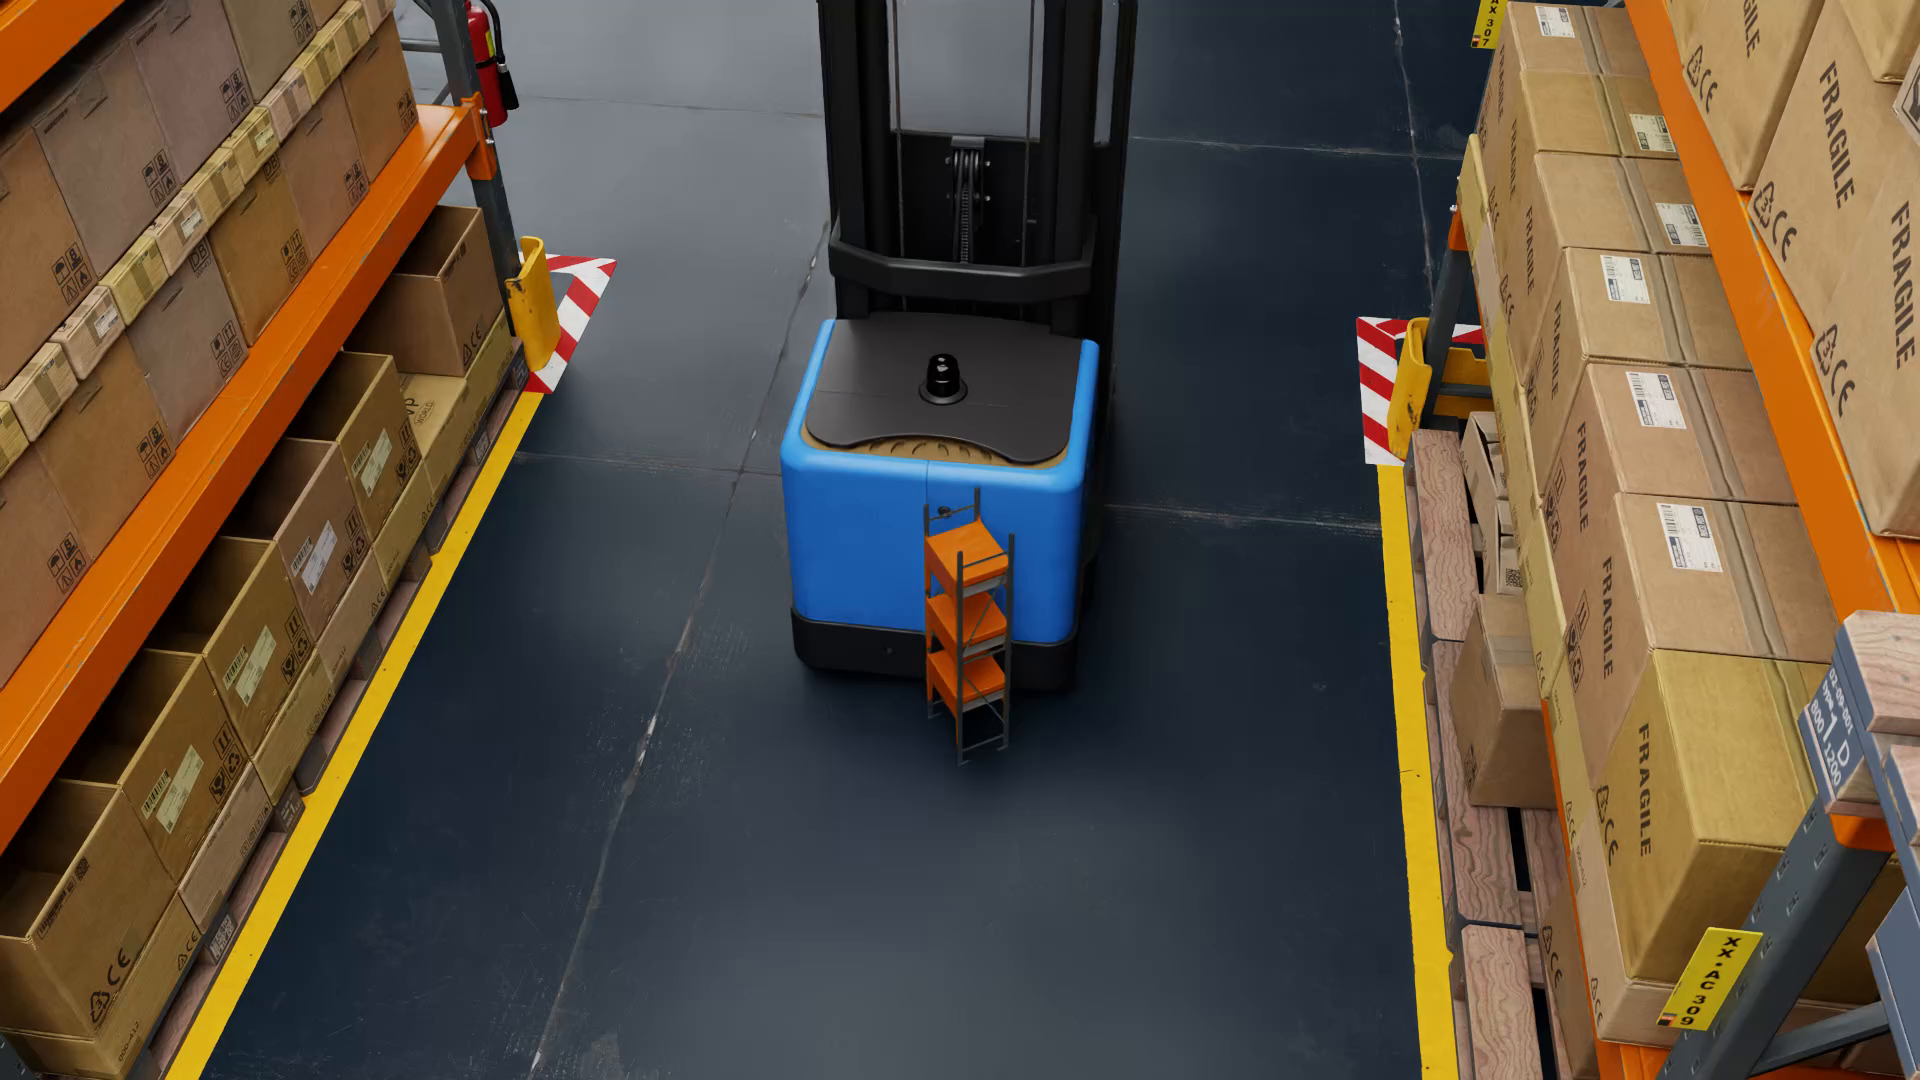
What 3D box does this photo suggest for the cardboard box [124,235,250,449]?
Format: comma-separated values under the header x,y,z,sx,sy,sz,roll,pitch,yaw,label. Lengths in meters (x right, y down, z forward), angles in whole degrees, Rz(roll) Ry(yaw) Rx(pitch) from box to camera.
x,y,z,sx,sy,sz,roll,pitch,yaw,label
-2.733,-0.664,5.196,0.700,0.500,0.500,6,44,7,cardboard box

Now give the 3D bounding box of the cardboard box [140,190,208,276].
x,y,z,sx,sy,sz,roll,pitch,yaw,label
-2.521,-0.936,5.013,0.380,0.149,0.250,5,44,5,cardboard box

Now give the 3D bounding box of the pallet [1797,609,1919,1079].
x,y,z,sx,sy,sz,roll,pitch,yaw,label
1.738,0.564,1.927,1.213,0.211,1.003,5,44,6,pallet

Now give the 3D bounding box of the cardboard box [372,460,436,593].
x,y,z,sx,sy,sz,roll,pitch,yaw,label
-2.353,-0.078,6.346,0.500,0.250,0.500,5,44,6,cardboard box

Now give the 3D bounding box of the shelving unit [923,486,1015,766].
x,y,z,sx,sy,sz,roll,pitch,yaw,label
0.027,0.315,5.654,0.215,1.050,0.252,-19,47,-19,shelving unit

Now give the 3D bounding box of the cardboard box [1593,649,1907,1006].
x,y,z,sx,sy,sz,roll,pitch,yaw,label
1.681,0.599,3.485,0.500,0.500,0.500,5,44,5,cardboard box

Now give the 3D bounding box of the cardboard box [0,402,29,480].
x,y,z,sx,sy,sz,roll,pitch,yaw,label
-2.659,-0.237,4.274,0.380,0.149,0.250,5,44,5,cardboard box

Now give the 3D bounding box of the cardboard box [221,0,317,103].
x,y,z,sx,sy,sz,roll,pitch,yaw,label
-2.602,-1.795,5.448,0.700,0.500,0.500,4,44,4,cardboard box

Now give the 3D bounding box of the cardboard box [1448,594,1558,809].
x,y,z,sx,sy,sz,roll,pitch,yaw,label
2.052,0.543,5.492,0.700,0.500,0.500,3,44,3,cardboard box

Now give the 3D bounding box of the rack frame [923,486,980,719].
x,y,z,sx,sy,sz,roll,pitch,yaw,label
-0.027,0.239,5.733,0.200,1.050,0.008,-19,47,-19,rack frame

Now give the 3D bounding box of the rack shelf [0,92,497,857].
x,y,z,sx,sy,sz,roll,pitch,yaw,label
-2.721,-0.375,5.488,1.077,0.370,4.000,5,44,6,rack shelf

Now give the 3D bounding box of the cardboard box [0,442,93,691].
x,y,z,sx,sy,sz,roll,pitch,yaw,label
-2.869,0.027,4.467,0.700,0.500,0.500,5,44,5,cardboard box

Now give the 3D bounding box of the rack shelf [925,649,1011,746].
x,y,z,sx,sy,sz,roll,pitch,yaw,label
0.027,0.524,5.852,0.215,0.259,0.240,-19,47,-19,rack shelf

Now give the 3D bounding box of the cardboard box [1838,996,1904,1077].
x,y,z,sx,sy,sz,roll,pitch,yaw,label
2.200,0.921,3.691,0.500,0.250,0.500,6,44,6,cardboard box

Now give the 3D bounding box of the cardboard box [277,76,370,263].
x,y,z,sx,sy,sz,roll,pitch,yaw,label
-2.595,-1.360,5.932,0.700,0.500,0.500,6,44,7,cardboard box

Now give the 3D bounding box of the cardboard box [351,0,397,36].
x,y,z,sx,sy,sz,roll,pitch,yaw,label
-2.318,-1.994,6.129,0.380,0.149,0.250,5,44,5,cardboard box

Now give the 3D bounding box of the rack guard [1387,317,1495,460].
x,y,z,sx,sy,sz,roll,pitch,yaw,label
2.444,-0.592,7.012,1.175,0.500,0.348,5,44,6,rack guard

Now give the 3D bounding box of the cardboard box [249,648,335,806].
x,y,z,sx,sy,sz,roll,pitch,yaw,label
-2.481,0.603,5.625,0.500,0.250,0.500,5,44,6,cardboard box

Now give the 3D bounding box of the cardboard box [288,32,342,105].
x,y,z,sx,sy,sz,roll,pitch,yaw,label
-2.385,-1.641,5.757,0.380,0.149,0.250,5,44,5,cardboard box

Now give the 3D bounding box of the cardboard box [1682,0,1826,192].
x,y,z,sx,sy,sz,roll,pitch,yaw,label
1.862,-1.050,3.408,0.500,0.500,0.500,4,44,4,cardboard box

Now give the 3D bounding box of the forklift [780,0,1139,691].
x,y,z,sx,sy,sz,roll,pitch,yaw,label
0.093,-1.533,6.237,1.130,2.935,3.031,5,44,6,forklift

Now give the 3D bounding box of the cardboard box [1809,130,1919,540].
x,y,z,sx,sy,sz,roll,pitch,yaw,label
1.748,-0.327,2.645,0.500,0.500,0.500,6,44,7,cardboard box

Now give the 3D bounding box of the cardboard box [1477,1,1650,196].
x,y,z,sx,sy,sz,roll,pitch,yaw,label
2.093,-1.479,5.679,0.500,0.500,0.500,5,44,6,cardboard box

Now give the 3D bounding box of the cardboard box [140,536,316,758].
x,y,z,sx,sy,sz,roll,pitch,yaw,label
-2.481,0.331,5.368,0.500,0.500,0.500,5,44,6,cardboard box

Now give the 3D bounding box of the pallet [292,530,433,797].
x,y,z,sx,sy,sz,roll,pitch,yaw,label
-2.680,0.367,6.209,1.003,0.211,1.213,5,44,6,pallet

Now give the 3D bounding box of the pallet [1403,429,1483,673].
x,y,z,sx,sy,sz,roll,pitch,yaw,label
2.302,0.063,6.530,1.003,0.211,1.213,5,44,6,pallet

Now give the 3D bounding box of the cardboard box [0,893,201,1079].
x,y,z,sx,sy,sz,roll,pitch,yaw,label
-2.623,1.284,4.907,0.500,0.250,0.500,5,44,6,cardboard box

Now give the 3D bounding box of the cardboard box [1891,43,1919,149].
x,y,z,sx,sy,sz,roll,pitch,yaw,label
1.723,-0.688,2.298,0.500,0.500,0.500,2,43,2,cardboard box

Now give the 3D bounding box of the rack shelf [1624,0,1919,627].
x,y,z,sx,sy,sz,roll,pitch,yaw,label
2.190,-1.017,3.984,1.077,0.370,4.000,5,44,6,rack shelf

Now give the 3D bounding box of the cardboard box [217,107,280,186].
x,y,z,sx,sy,sz,roll,pitch,yaw,label
-2.455,-1.291,5.387,0.380,0.149,0.250,6,44,7,cardboard box

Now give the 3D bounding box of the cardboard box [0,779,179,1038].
x,y,z,sx,sy,sz,roll,pitch,yaw,label
-2.614,1.013,4.648,0.500,0.500,0.500,5,44,6,cardboard box

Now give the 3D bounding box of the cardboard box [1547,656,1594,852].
x,y,z,sx,sy,sz,roll,pitch,yaw,label
1.762,0.532,4.101,0.500,0.250,0.500,5,44,6,cardboard box

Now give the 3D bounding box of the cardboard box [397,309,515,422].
x,y,z,sx,sy,sz,roll,pitch,yaw,label
-2.234,-0.761,7.067,0.500,0.250,0.500,5,44,6,cardboard box

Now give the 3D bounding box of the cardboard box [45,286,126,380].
x,y,z,sx,sy,sz,roll,pitch,yaw,label
-2.591,-0.589,4.646,0.380,0.149,0.250,4,44,4,cardboard box

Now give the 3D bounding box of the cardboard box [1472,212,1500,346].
x,y,z,sx,sy,sz,roll,pitch,yaw,label
2.021,-0.846,5.556,0.500,0.250,0.500,4,44,4,cardboard box

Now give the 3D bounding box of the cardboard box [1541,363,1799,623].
x,y,z,sx,sy,sz,roll,pitch,yaw,label
1.819,-0.084,4.206,0.500,0.500,0.500,4,44,4,cardboard box

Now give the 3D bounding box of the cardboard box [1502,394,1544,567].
x,y,z,sx,sy,sz,roll,pitch,yaw,label
1.878,-0.155,4.826,0.500,0.250,0.500,6,44,6,cardboard box

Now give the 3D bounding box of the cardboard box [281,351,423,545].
x,y,z,sx,sy,sz,roll,pitch,yaw,label
-2.350,-0.350,6.088,0.500,0.500,0.500,5,44,6,cardboard box

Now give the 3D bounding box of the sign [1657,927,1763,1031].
x,y,z,sx,sy,sz,roll,pitch,yaw,label
1.387,0.816,3.077,0.100,0.325,0.005,5,44,6,sign

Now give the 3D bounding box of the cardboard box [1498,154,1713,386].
x,y,z,sx,sy,sz,roll,pitch,yaw,label
1.944,-0.791,4.953,0.500,0.500,0.500,4,44,4,cardboard box

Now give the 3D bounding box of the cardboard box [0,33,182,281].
x,y,z,sx,sy,sz,roll,pitch,yaw,label
-2.734,-1.110,4.724,0.700,0.500,0.500,5,44,6,cardboard box

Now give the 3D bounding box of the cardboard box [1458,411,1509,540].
x,y,z,sx,sy,sz,roll,pitch,yaw,label
2.274,-0.272,6.491,0.500,0.311,0.500,1,43,1,cardboard box

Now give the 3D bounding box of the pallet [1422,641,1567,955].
x,y,z,sx,sy,sz,roll,pitch,yaw,label
2.138,0.892,5.654,1.003,0.211,1.213,5,44,6,pallet

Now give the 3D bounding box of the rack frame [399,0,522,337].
x,y,z,sx,sy,sz,roll,pitch,yaw,label
-2.456,-2.000,6.680,1.000,3.000,0.127,5,44,6,rack frame
